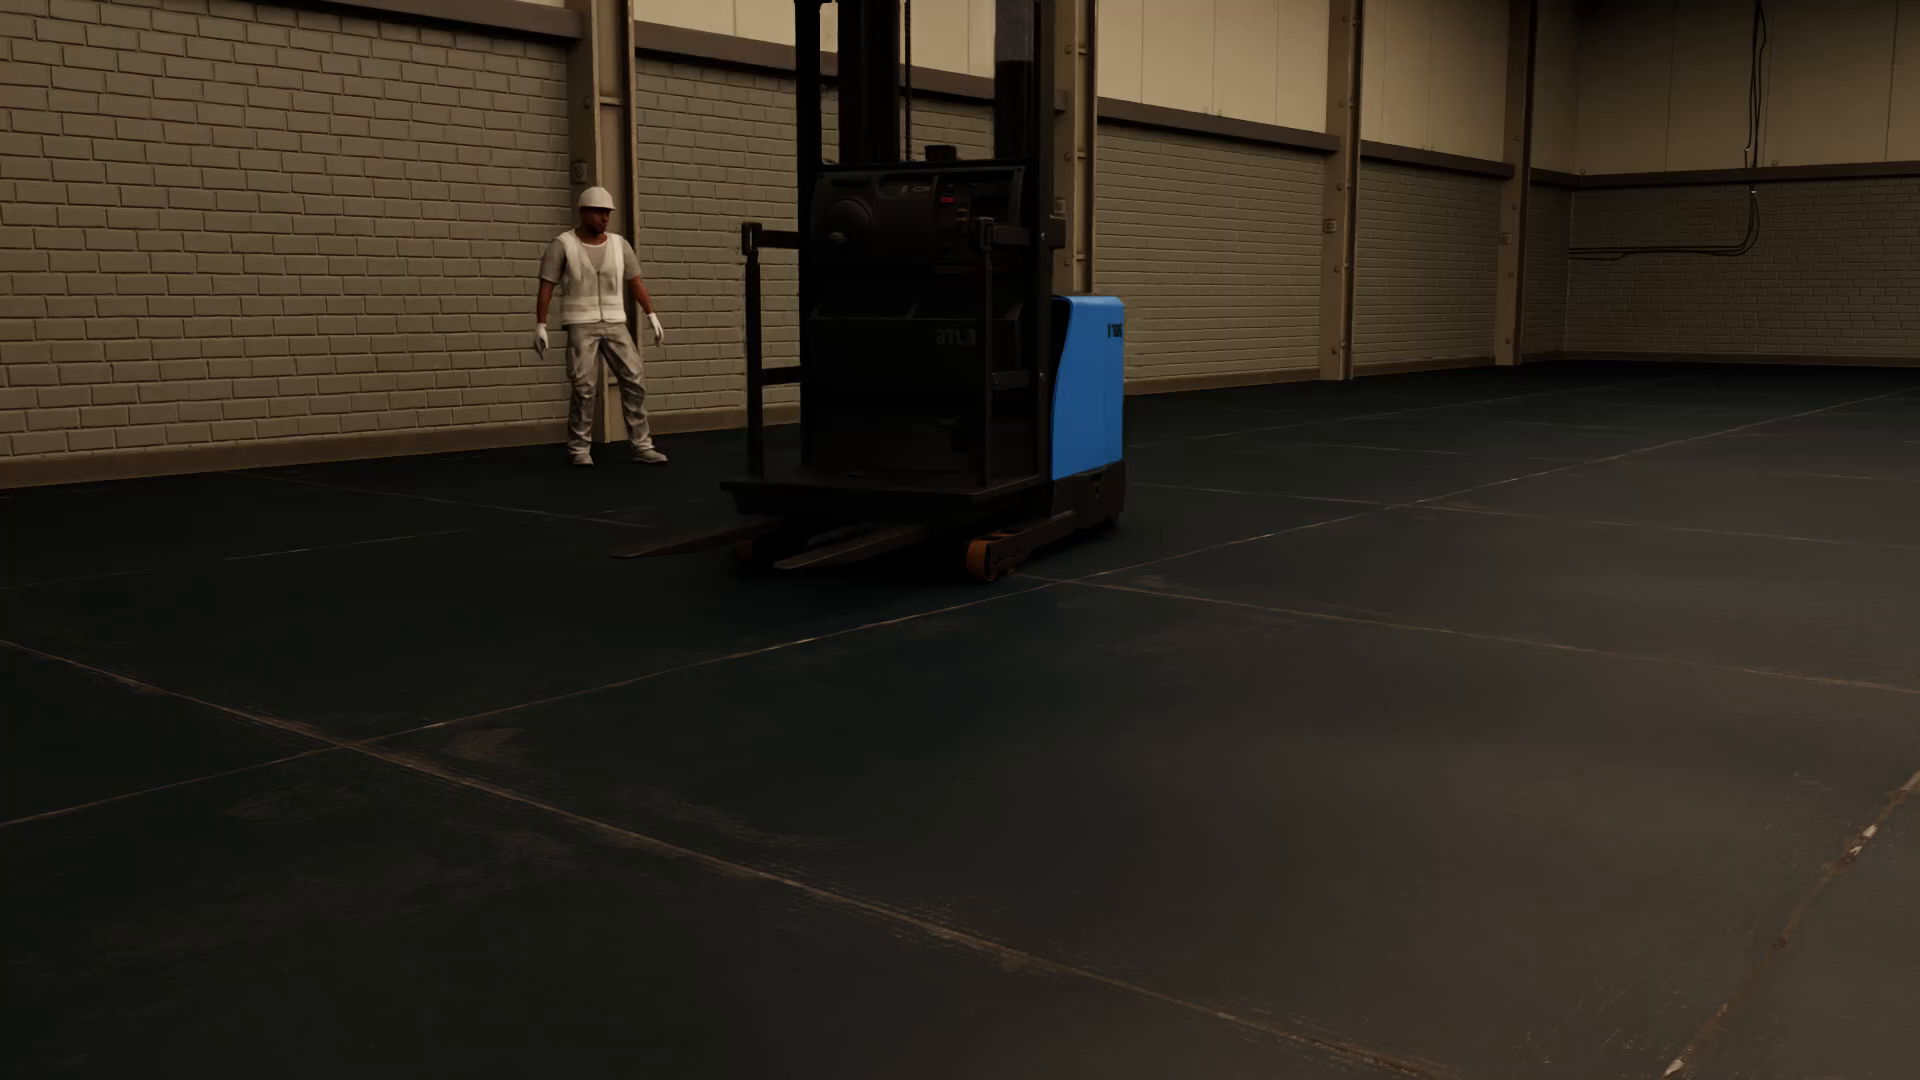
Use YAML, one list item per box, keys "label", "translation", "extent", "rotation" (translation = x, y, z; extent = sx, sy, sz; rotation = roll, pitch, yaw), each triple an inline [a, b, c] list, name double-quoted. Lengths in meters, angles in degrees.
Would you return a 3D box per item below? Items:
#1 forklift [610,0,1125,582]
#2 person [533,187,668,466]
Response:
- label: "forklift"
  translation: [-0.261, -1.359, 6.568]
  extent: [1.130, 2.935, 3.031]
  rotation: [4, 9, 23]
- label: "person"
  translation: [-2.299, -1.349, 10.572]
  extent: [0.811, 1.755, 0.417]
  rotation: [-5, 10, -33]
